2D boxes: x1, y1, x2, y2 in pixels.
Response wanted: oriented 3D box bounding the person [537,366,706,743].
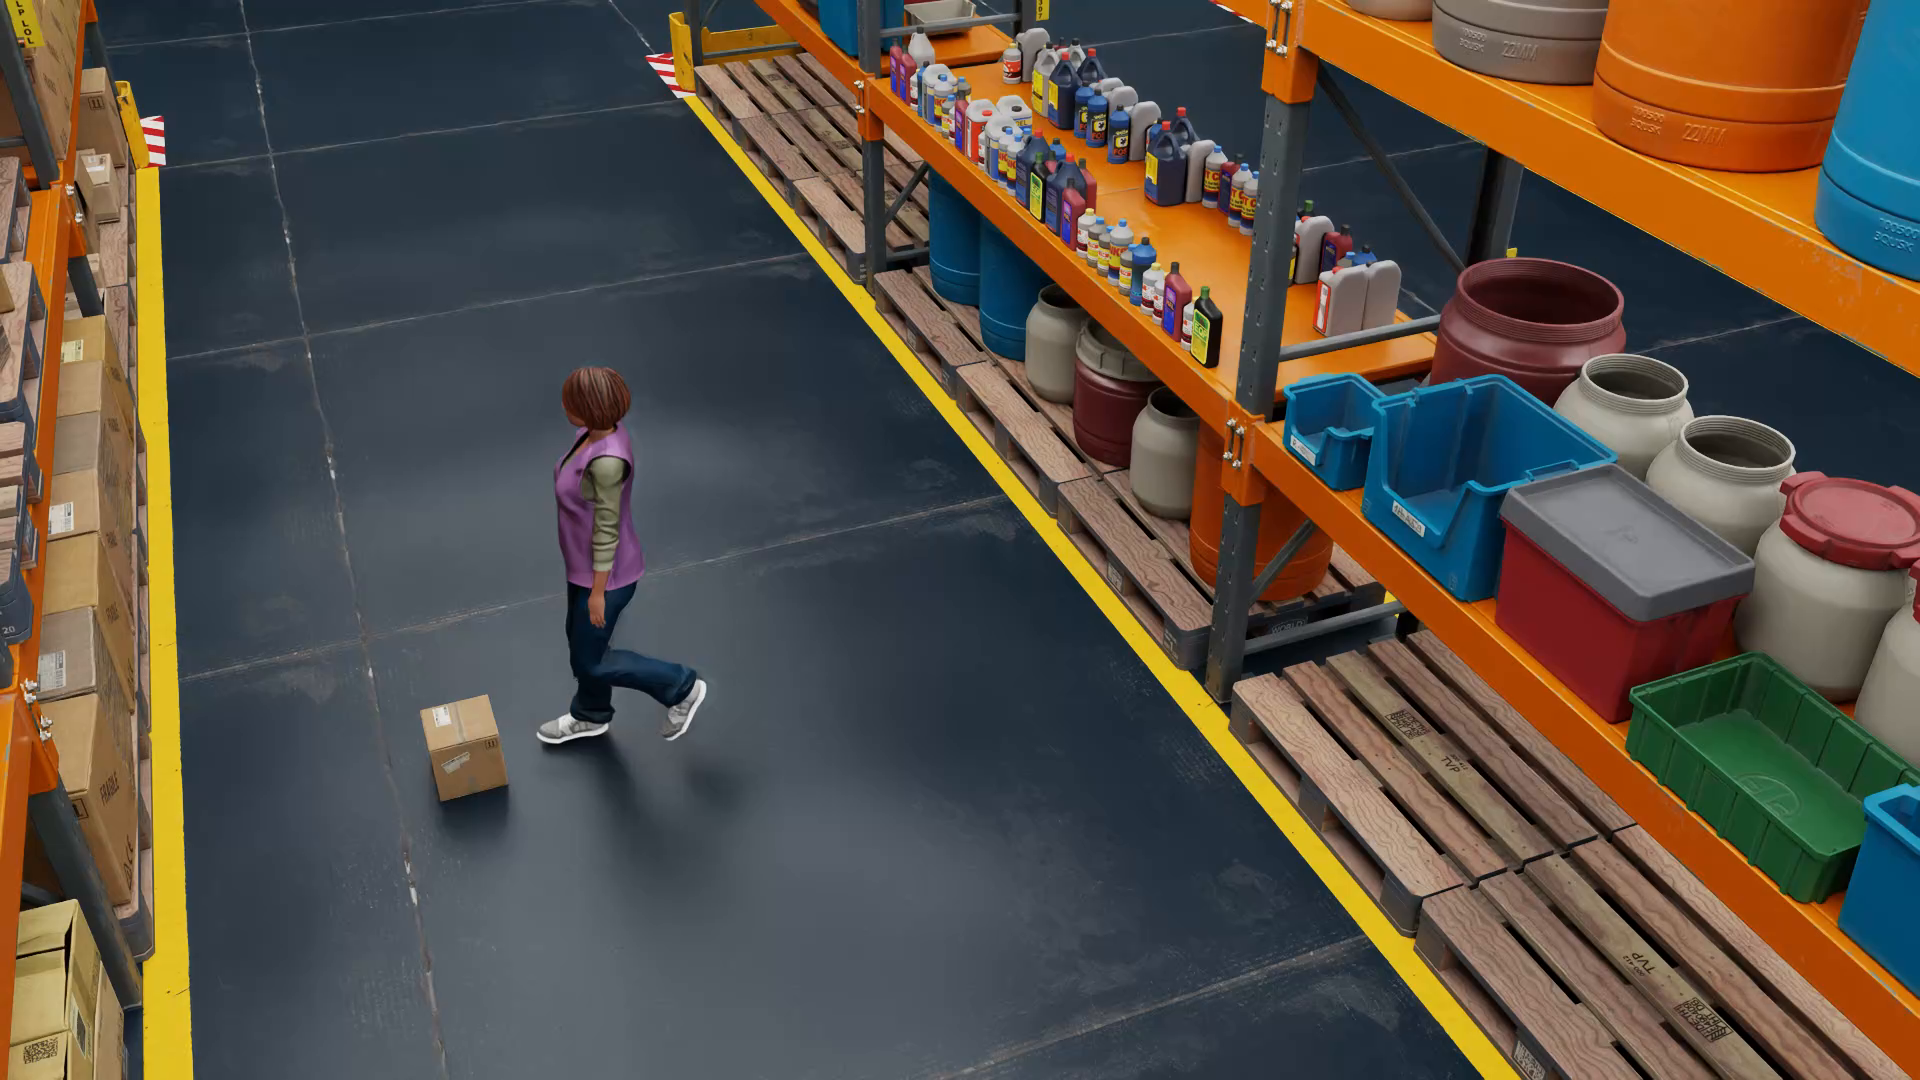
[{"bbox_3d":[-1.293,0.101,5.965,0.646,1.589,0.440,-9,35,-13],"label":"person"}]
